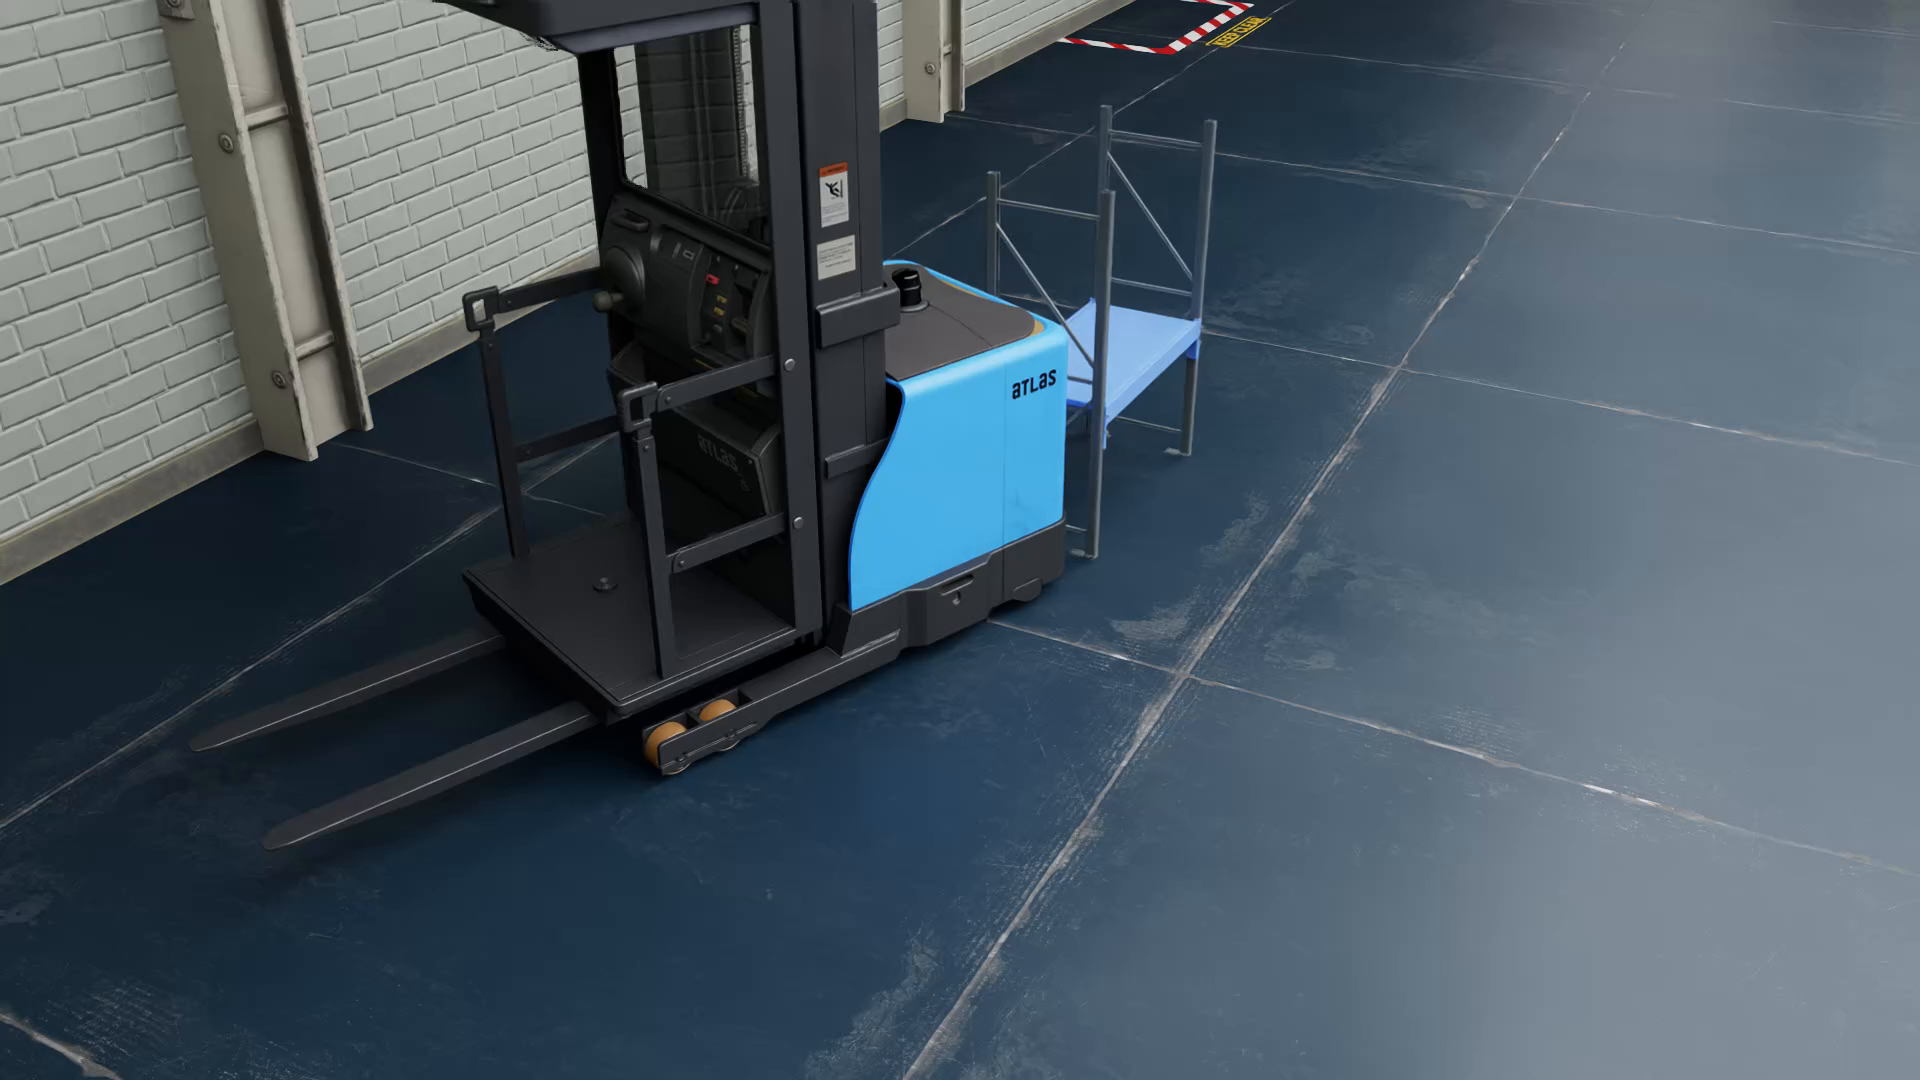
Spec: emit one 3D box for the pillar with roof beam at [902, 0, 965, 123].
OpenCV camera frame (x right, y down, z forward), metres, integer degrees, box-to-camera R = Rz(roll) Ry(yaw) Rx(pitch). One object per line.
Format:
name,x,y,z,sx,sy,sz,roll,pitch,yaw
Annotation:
pillar with roof beam,3.643,-6.054,8.257,9.100,9.000,0.400,14,33,23

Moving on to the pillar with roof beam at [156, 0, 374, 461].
pillar with roof beam,0.910,-3.394,3.625,9.100,9.000,0.400,14,33,23

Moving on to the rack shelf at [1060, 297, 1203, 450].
rack shelf,0.563,-0.704,6.832,0.538,0.185,1.000,15,33,24

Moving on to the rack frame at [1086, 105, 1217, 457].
rack frame,0.804,-1.084,7.131,0.500,1.500,0.032,15,33,24

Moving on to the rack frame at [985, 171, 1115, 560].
rack frame,0.323,-0.637,6.354,0.500,1.500,0.032,15,33,24

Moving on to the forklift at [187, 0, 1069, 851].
forklift,-1.047,-0.804,5.206,3.031,2.935,1.130,-23,37,-34

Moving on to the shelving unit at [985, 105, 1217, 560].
shelving unit,0.563,-0.860,6.742,0.538,1.500,1.048,15,33,24
